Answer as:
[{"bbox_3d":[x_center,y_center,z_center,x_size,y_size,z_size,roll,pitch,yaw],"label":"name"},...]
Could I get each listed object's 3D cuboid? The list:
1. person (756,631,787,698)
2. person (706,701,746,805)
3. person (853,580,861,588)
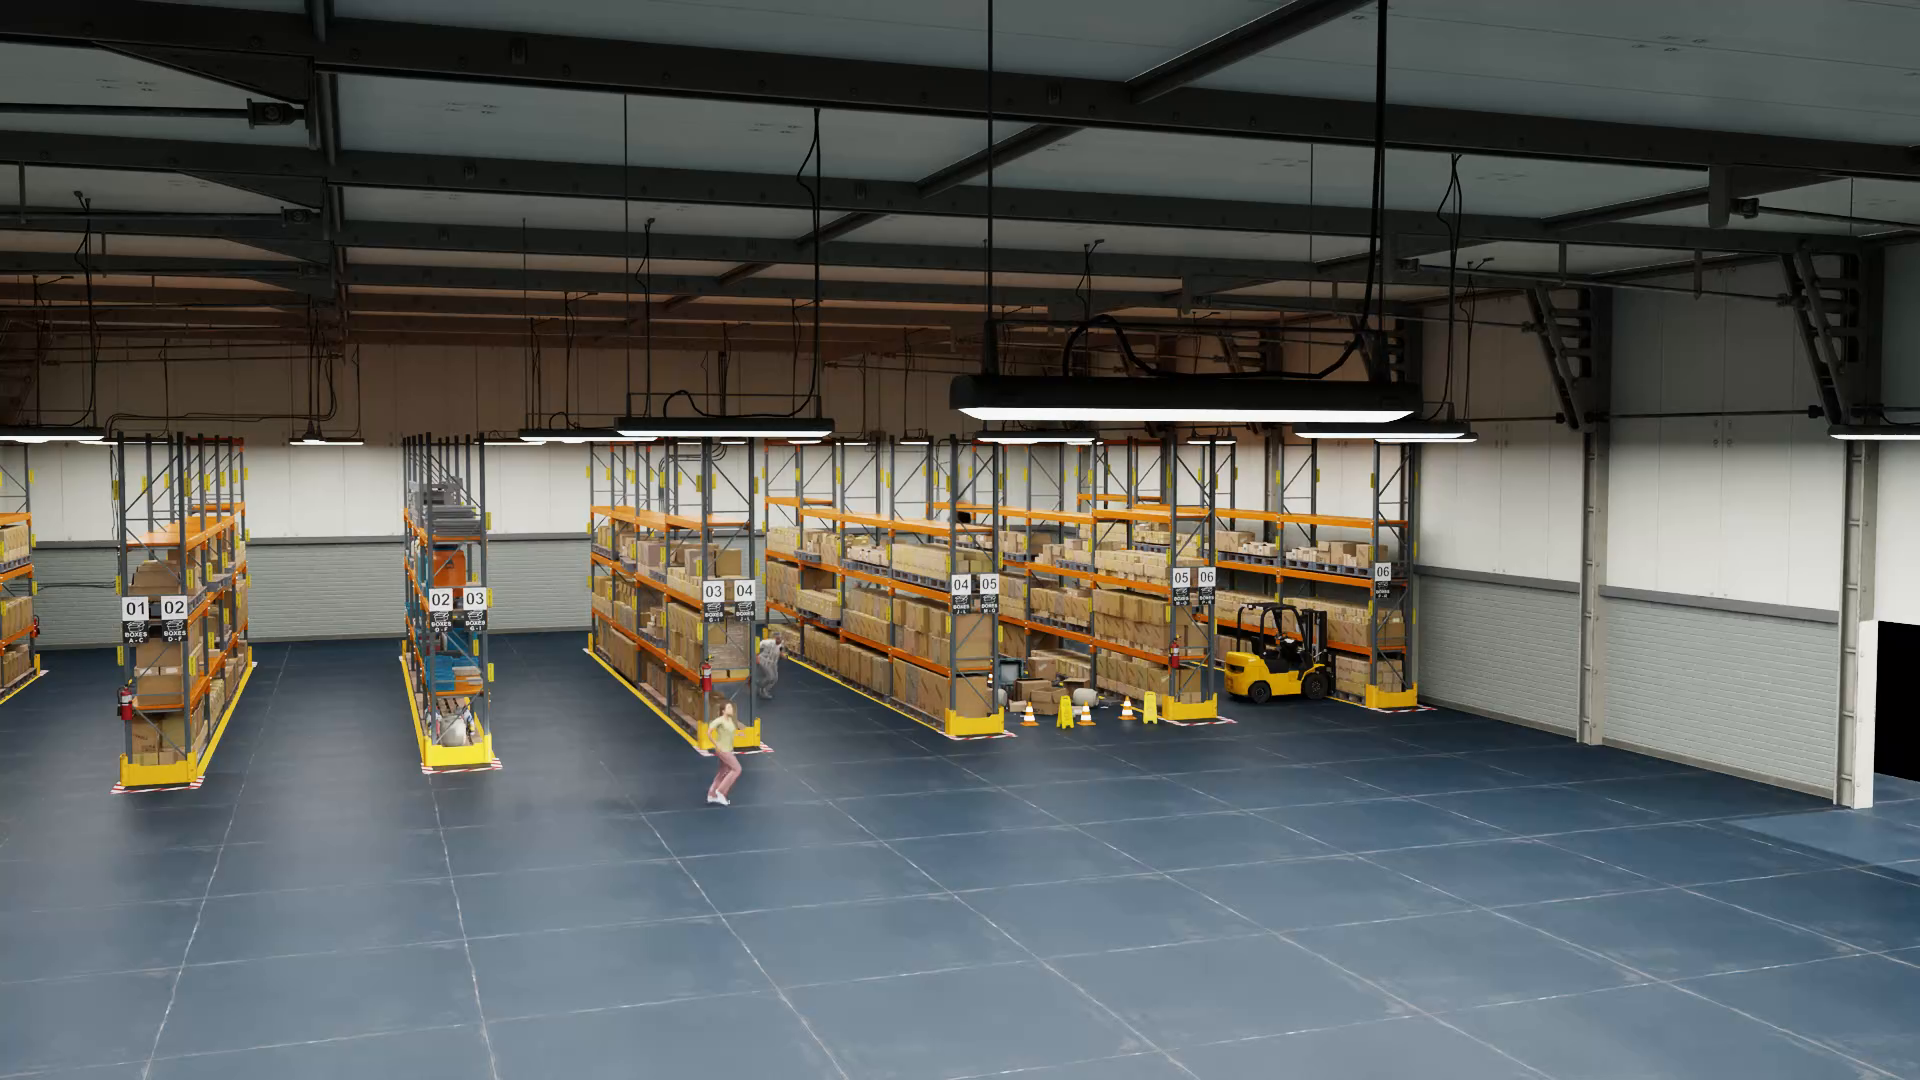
[{"bbox_3d":[-4.314,2.845,37.789,0.889,1.571,0.694,3,4,44],"label":"person"},{"bbox_3d":[-3.755,3.413,26.735,0.632,1.660,0.554,1,3,10],"label":"person"},{"bbox_3d":[-3.161,2.054,51.304,0.611,1.655,0.609,-3,4,-41],"label":"person"}]
